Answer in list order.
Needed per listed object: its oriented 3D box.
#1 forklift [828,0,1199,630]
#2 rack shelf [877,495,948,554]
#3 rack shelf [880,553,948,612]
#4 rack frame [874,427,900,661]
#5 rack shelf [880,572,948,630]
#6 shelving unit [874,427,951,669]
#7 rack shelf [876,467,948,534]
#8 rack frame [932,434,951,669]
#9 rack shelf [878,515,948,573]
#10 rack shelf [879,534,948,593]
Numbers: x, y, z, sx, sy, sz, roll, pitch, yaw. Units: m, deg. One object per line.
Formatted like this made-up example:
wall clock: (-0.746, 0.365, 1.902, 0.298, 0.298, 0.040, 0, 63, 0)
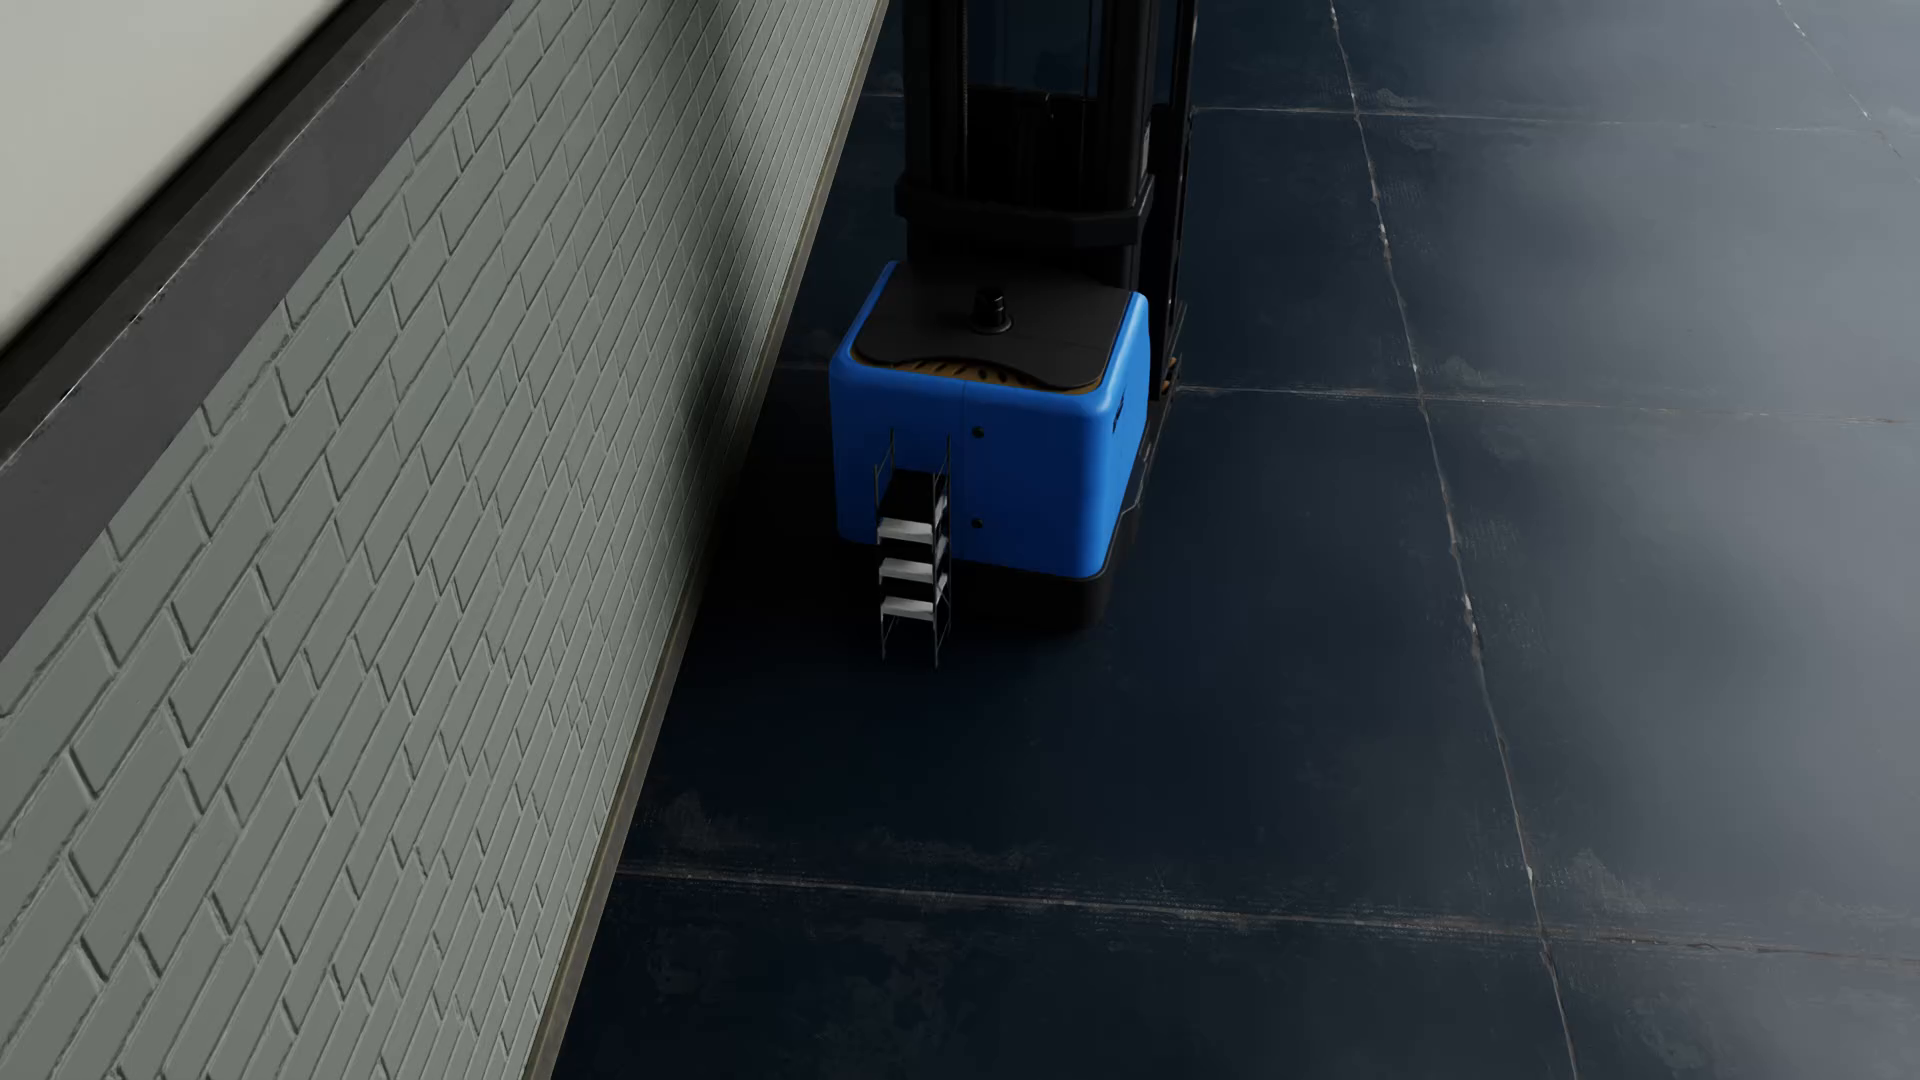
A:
forklift: (0.385, -1.738, 6.564, 1.130, 2.935, 3.031, 9, 40, 11)
rack shelf: (-0.163, -0.072, 5.893, 0.200, 0.077, 0.258, 8, 40, 10)
rack shelf: (-0.163, 0.137, 6.064, 0.200, 0.077, 0.258, 8, 40, 10)
rack frame: (-0.262, 0.027, 6.004, 0.006, 0.900, 0.240, 8, 40, 10)
rack shelf: (-0.163, 0.207, 6.121, 0.200, 0.077, 0.258, 8, 40, 10)
shelving unit: (-0.163, 0.042, 5.986, 0.210, 0.900, 0.258, 8, 40, 10)
rack shelf: (-0.163, -0.142, 5.837, 0.200, 0.077, 0.258, 8, 40, 10)
rack frame: (-0.064, 0.056, 5.968, 0.006, 0.900, 0.240, 8, 40, 10)
rack shelf: (-0.163, -0.002, 5.950, 0.200, 0.077, 0.258, 8, 40, 10)
rack shelf: (-0.163, 0.067, 6.007, 0.200, 0.077, 0.258, 8, 40, 10)
